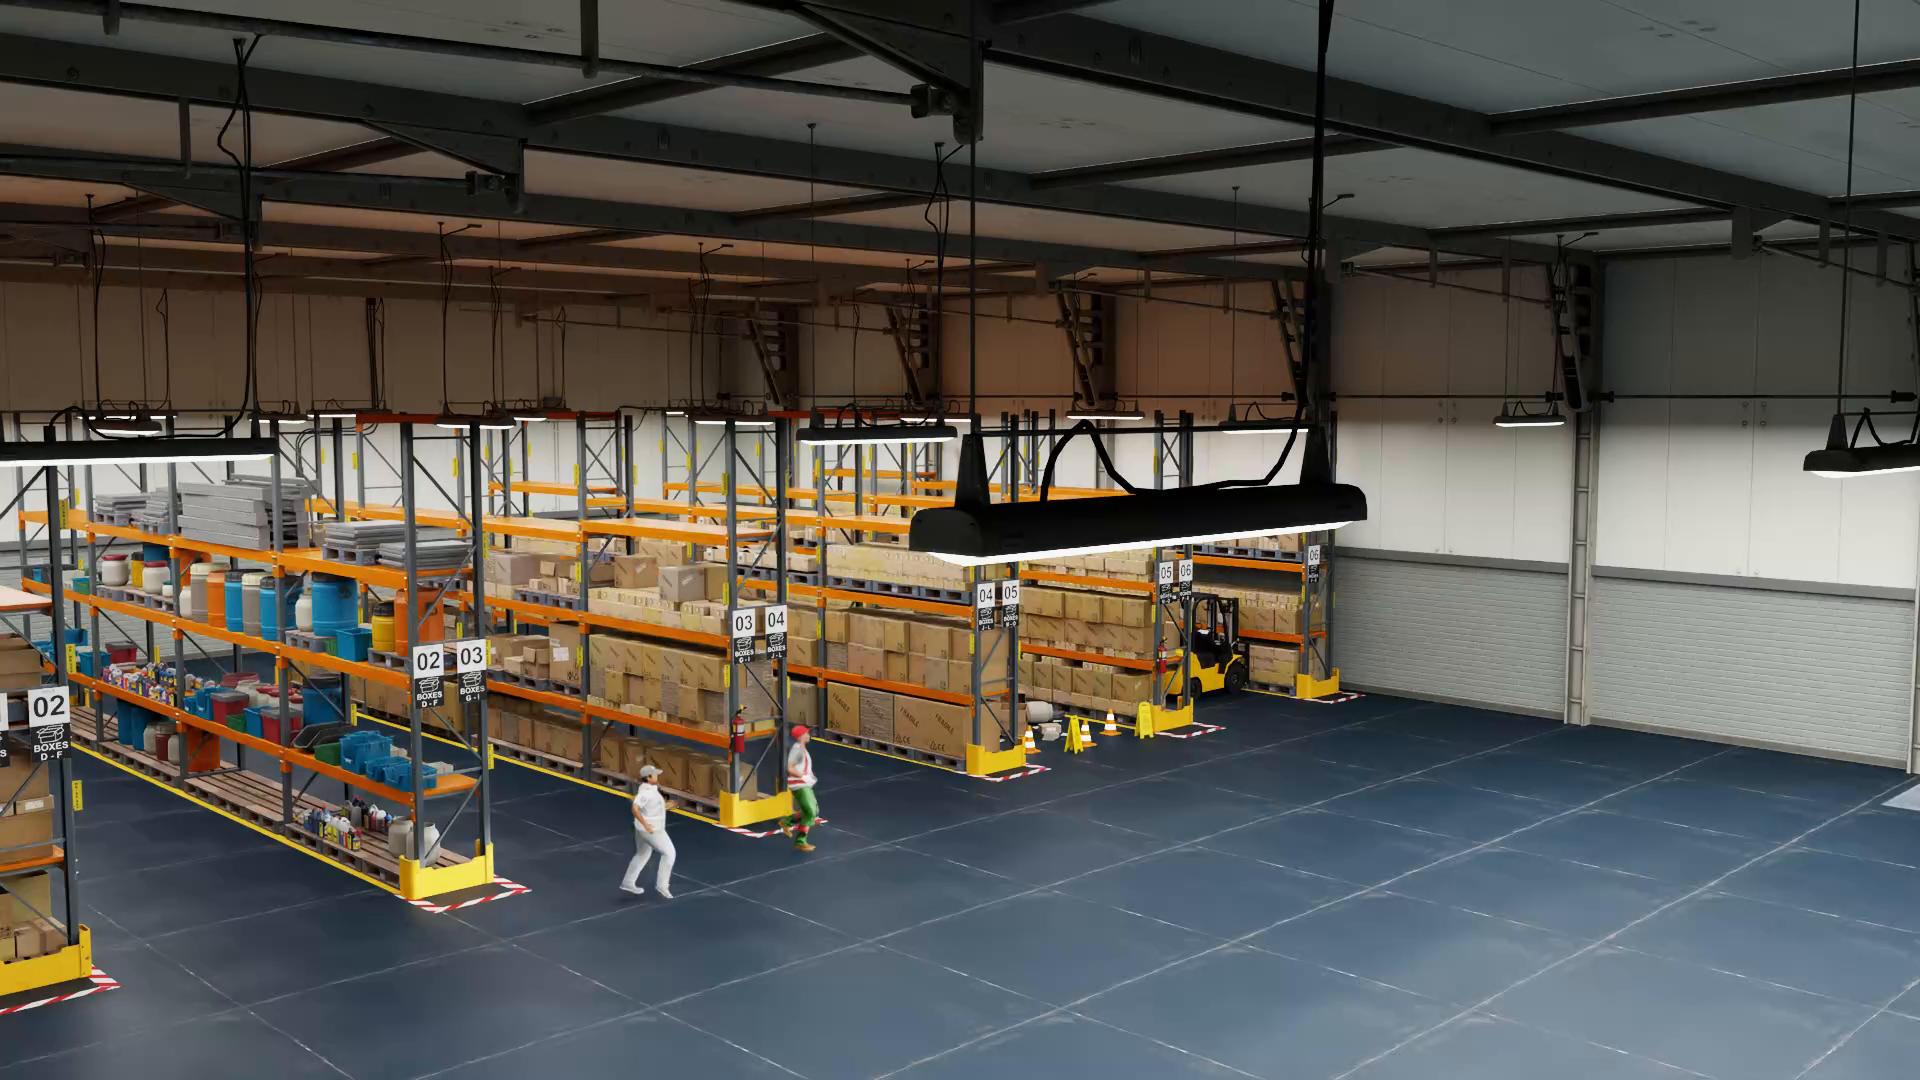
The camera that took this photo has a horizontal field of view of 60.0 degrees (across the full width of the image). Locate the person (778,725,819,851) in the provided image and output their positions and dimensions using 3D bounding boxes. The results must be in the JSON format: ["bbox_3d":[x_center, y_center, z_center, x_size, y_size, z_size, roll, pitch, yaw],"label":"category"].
[{"bbox_3d":[-2.282,3.457,23.399,0.580,1.705,0.667,0,5,5],"label":"person"}]

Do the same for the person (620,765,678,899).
[{"bbox_3d":[-3.903,3.691,20.952,0.726,1.729,0.575,-2,5,-23],"label":"person"}]

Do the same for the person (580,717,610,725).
[{"bbox_3d":[-6.824,2.735,31.254,0.841,1.810,0.720,4,7,41],"label":"person"}]
